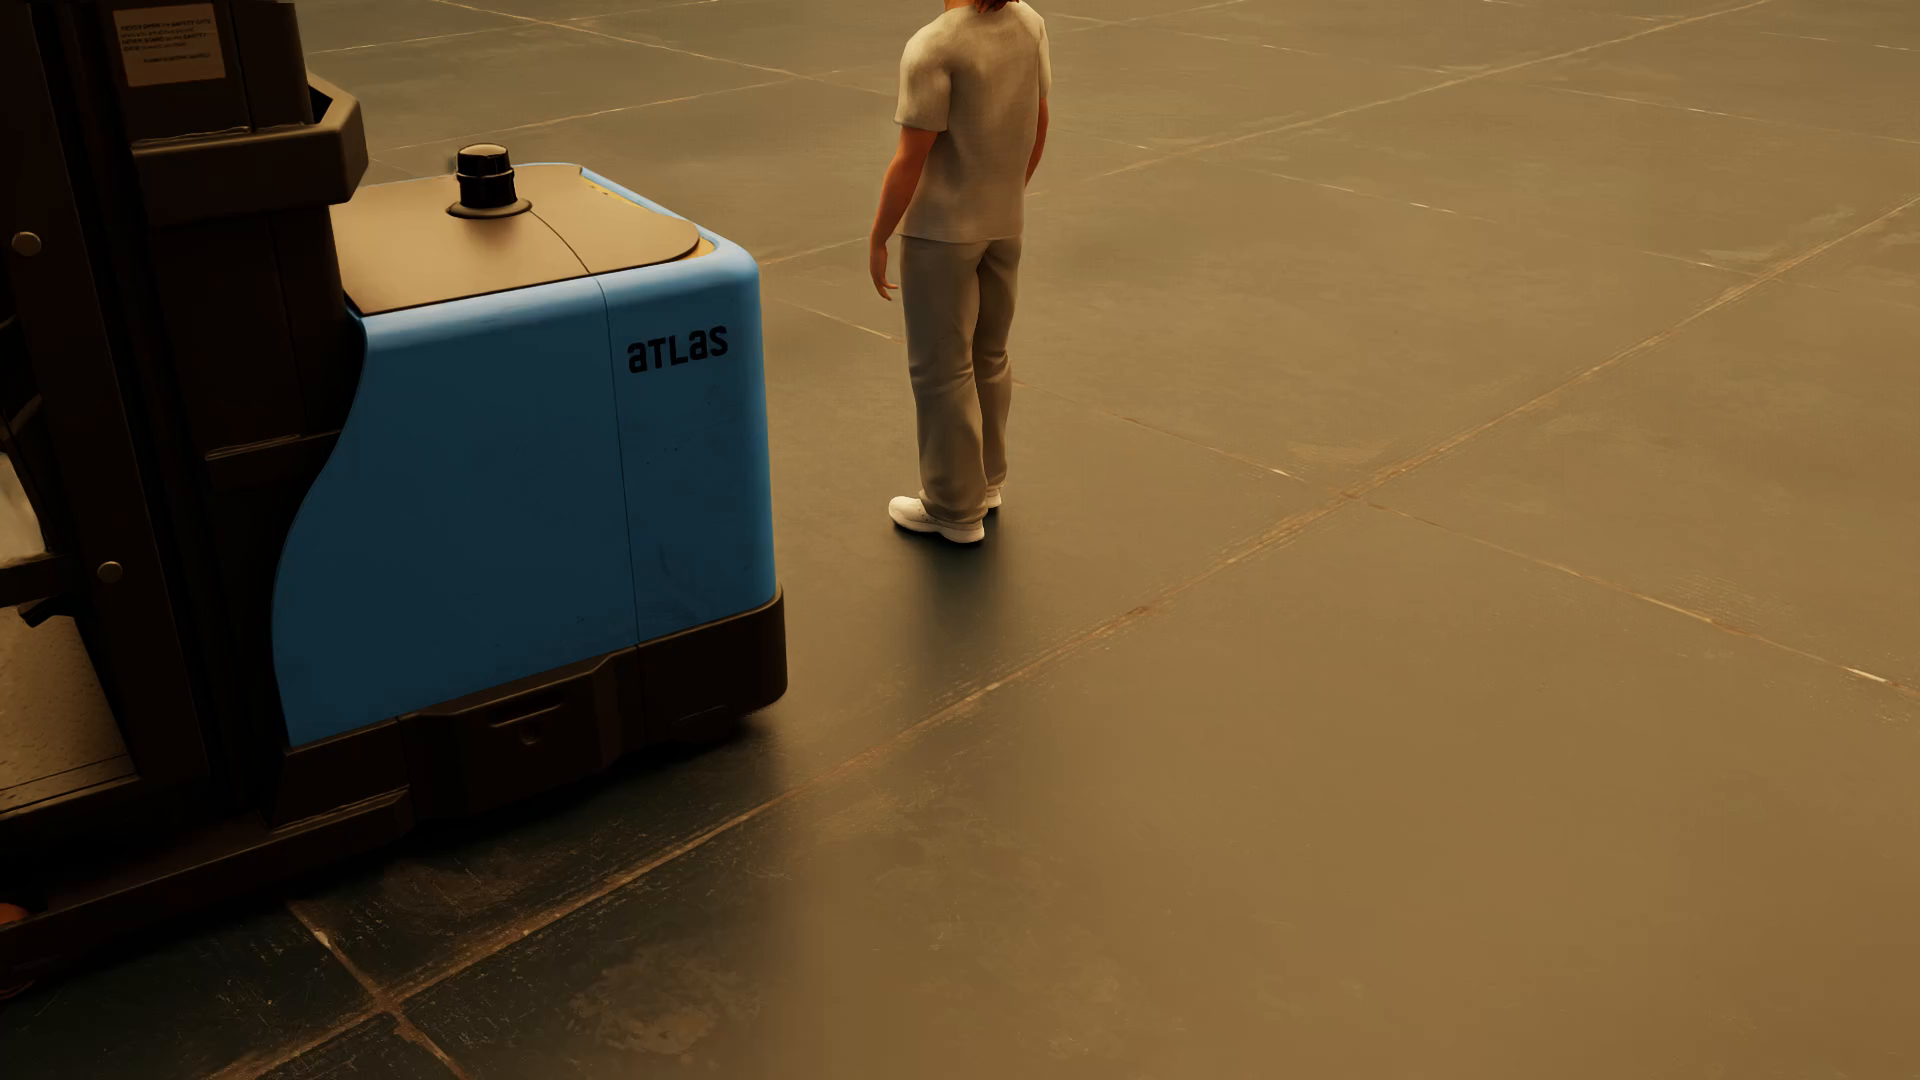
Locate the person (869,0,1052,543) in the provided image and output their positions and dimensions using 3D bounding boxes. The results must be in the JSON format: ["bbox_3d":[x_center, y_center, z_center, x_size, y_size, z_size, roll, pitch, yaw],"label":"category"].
[{"bbox_3d":[-0.043,-0.786,4.226,0.550,1.673,0.548,-24,35,-39],"label":"person"}]

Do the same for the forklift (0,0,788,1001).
[{"bbox_3d":[-1.891,-0.728,2.699,3.031,2.935,1.130,-17,31,-30],"label":"forklift"}]
